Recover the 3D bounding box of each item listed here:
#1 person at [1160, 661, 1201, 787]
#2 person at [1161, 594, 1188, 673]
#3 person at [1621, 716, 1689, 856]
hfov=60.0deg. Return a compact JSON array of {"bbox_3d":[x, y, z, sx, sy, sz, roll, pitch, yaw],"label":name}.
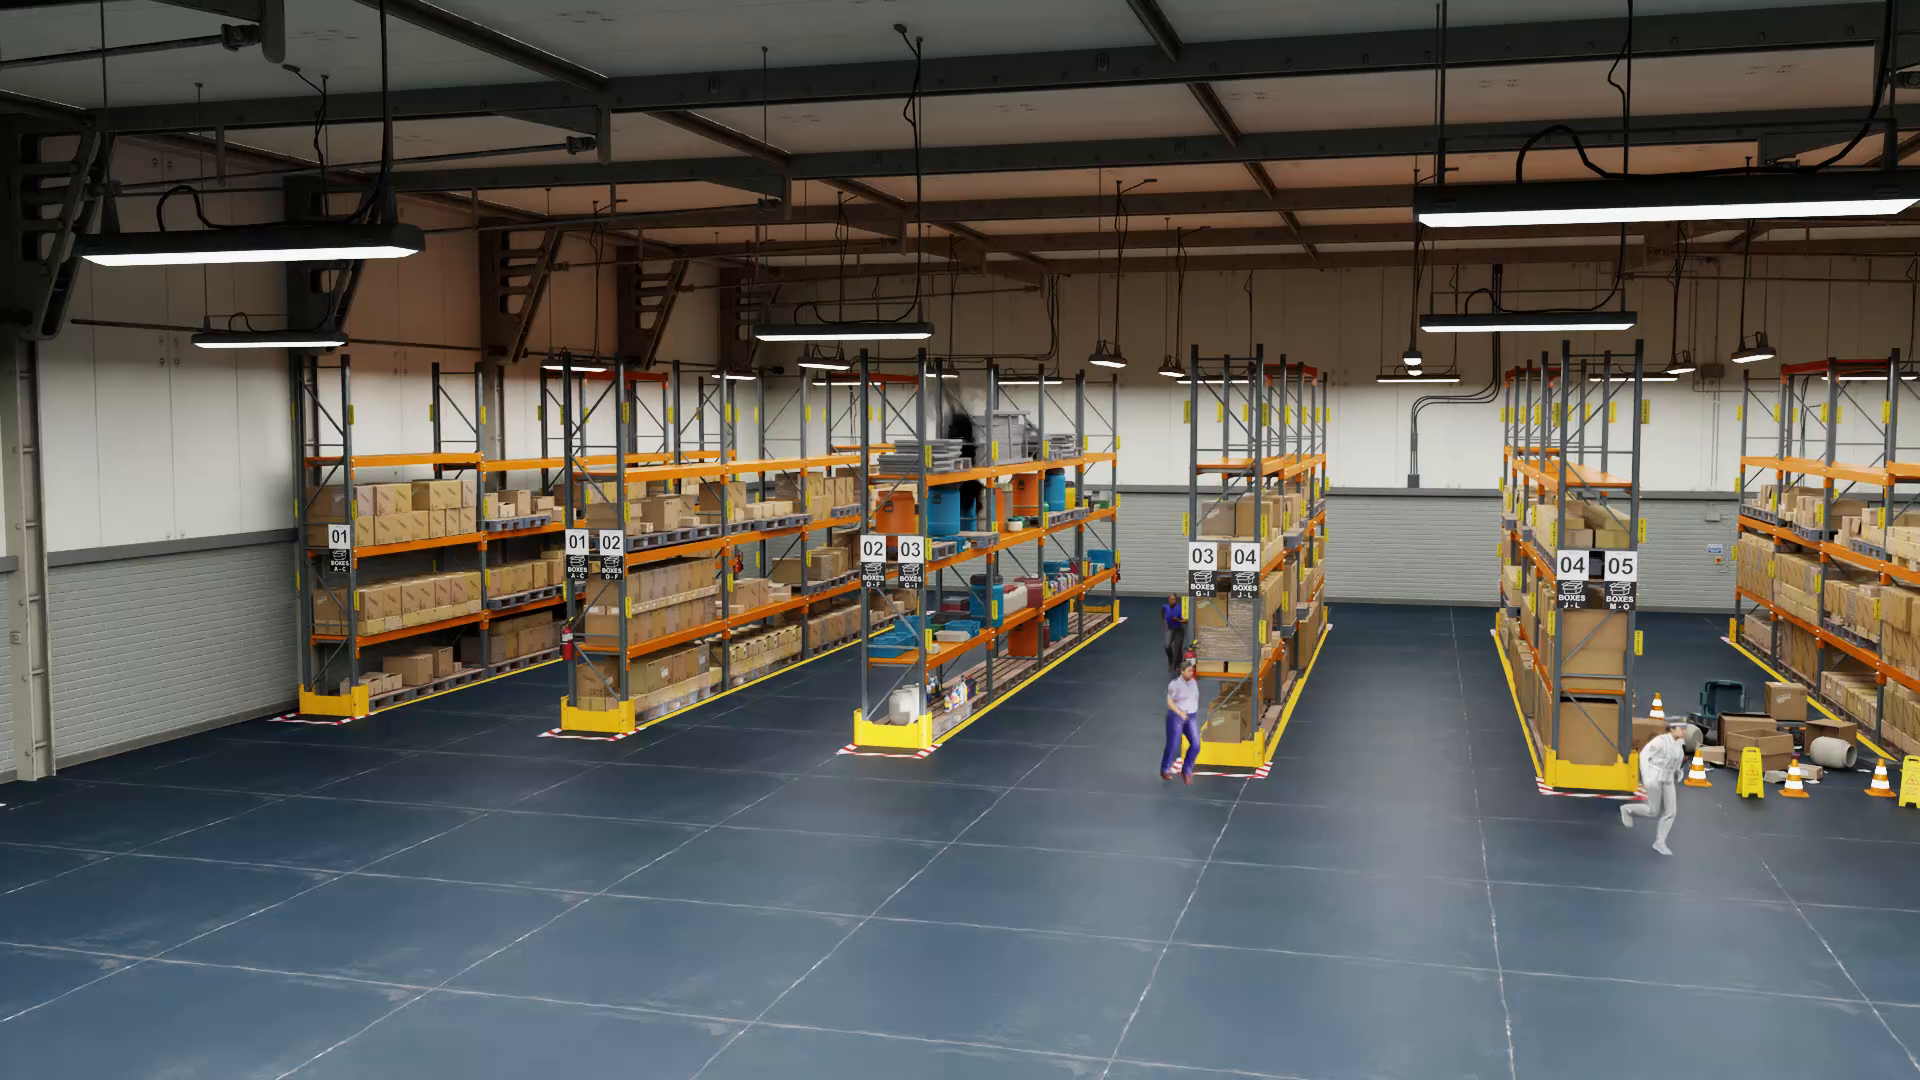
[{"bbox_3d":[3.038,2.500,22.501,0.552,1.730,0.693,-2,5,-25],"label":"person"},{"bbox_3d":[4.108,1.797,31.960,0.564,1.575,0.849,1,4,16],"label":"person"},{"bbox_3d":[8.029,2.787,19.222,0.618,1.627,0.830,-3,5,-32],"label":"person"}]
